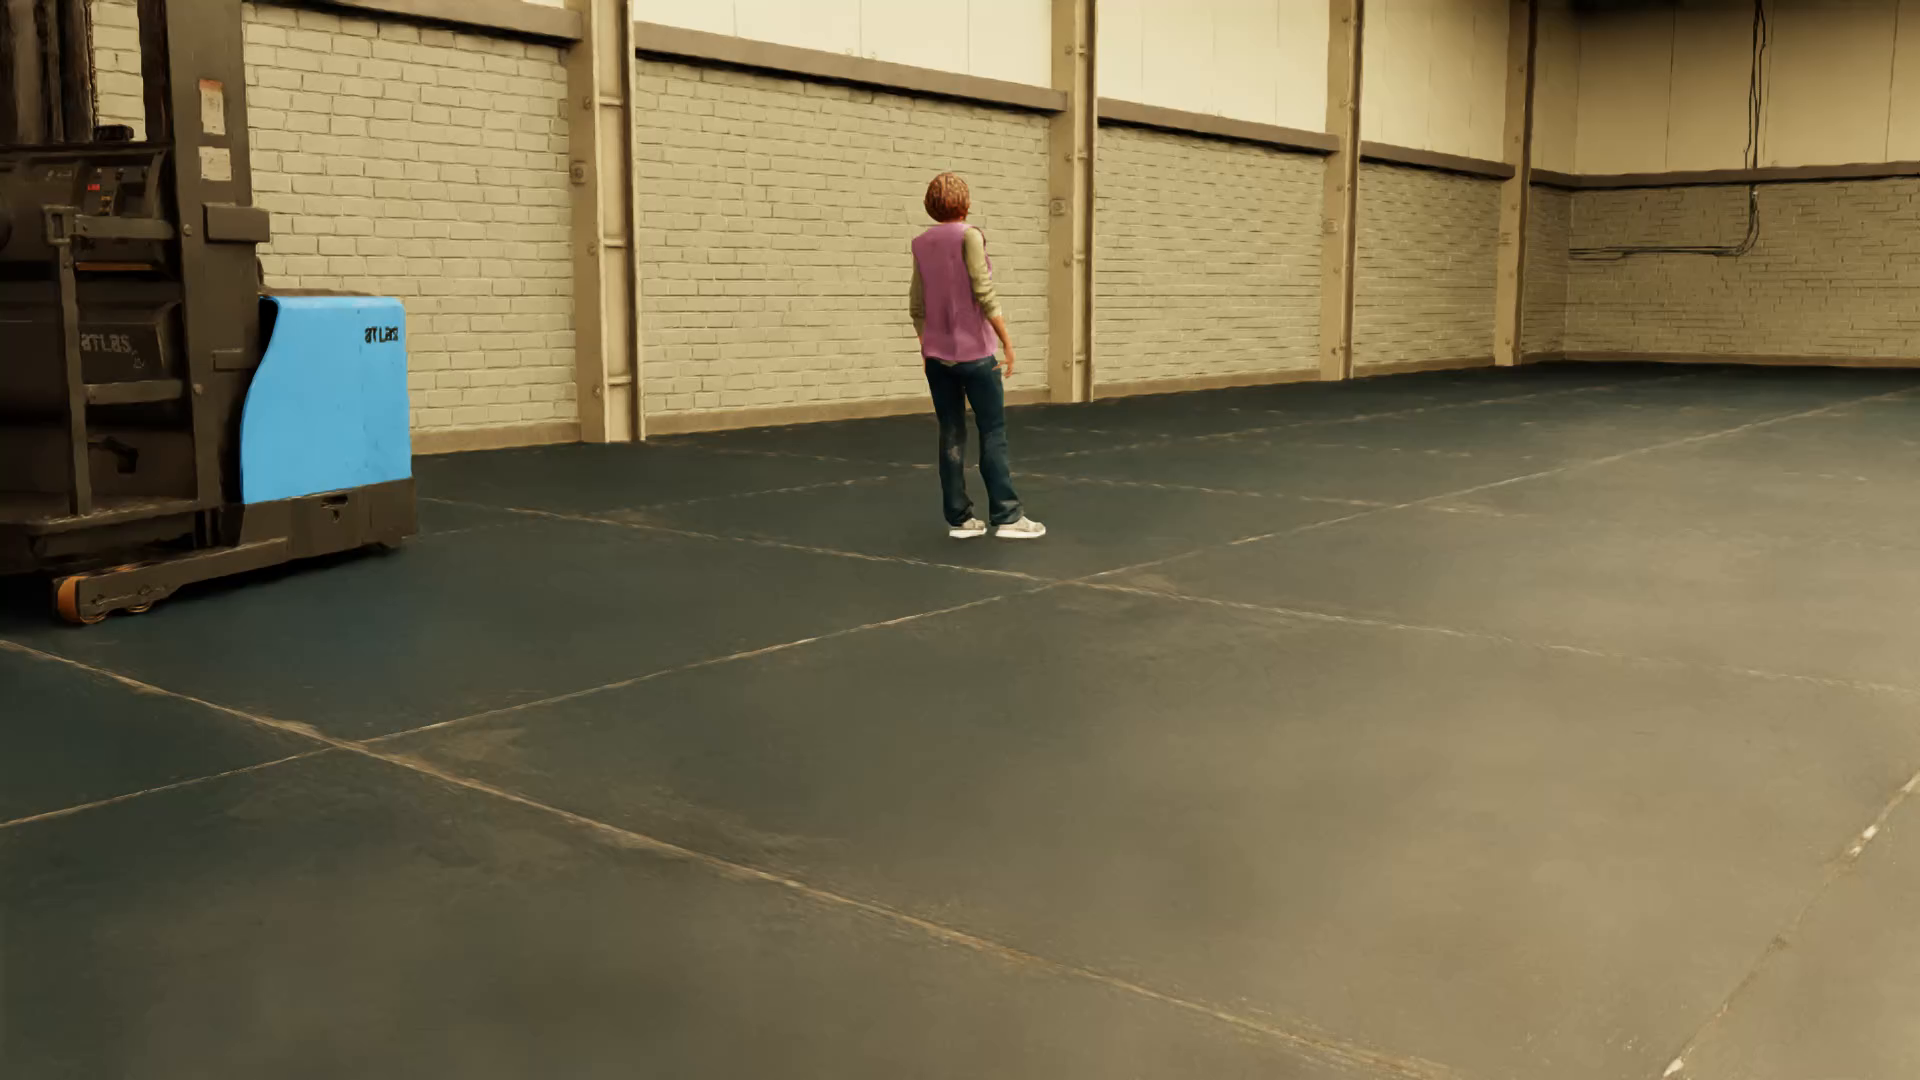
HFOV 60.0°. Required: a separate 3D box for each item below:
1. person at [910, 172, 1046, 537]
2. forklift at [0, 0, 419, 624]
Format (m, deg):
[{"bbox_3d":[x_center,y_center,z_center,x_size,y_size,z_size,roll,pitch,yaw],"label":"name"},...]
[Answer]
[{"bbox_3d":[0.057,-0.804,7.337,0.520,1.597,0.474,7,11,38],"label":"person"},{"bbox_3d":[-3.282,-1.237,5.736,1.130,2.935,3.031,3,9,19],"label":"forklift"}]
